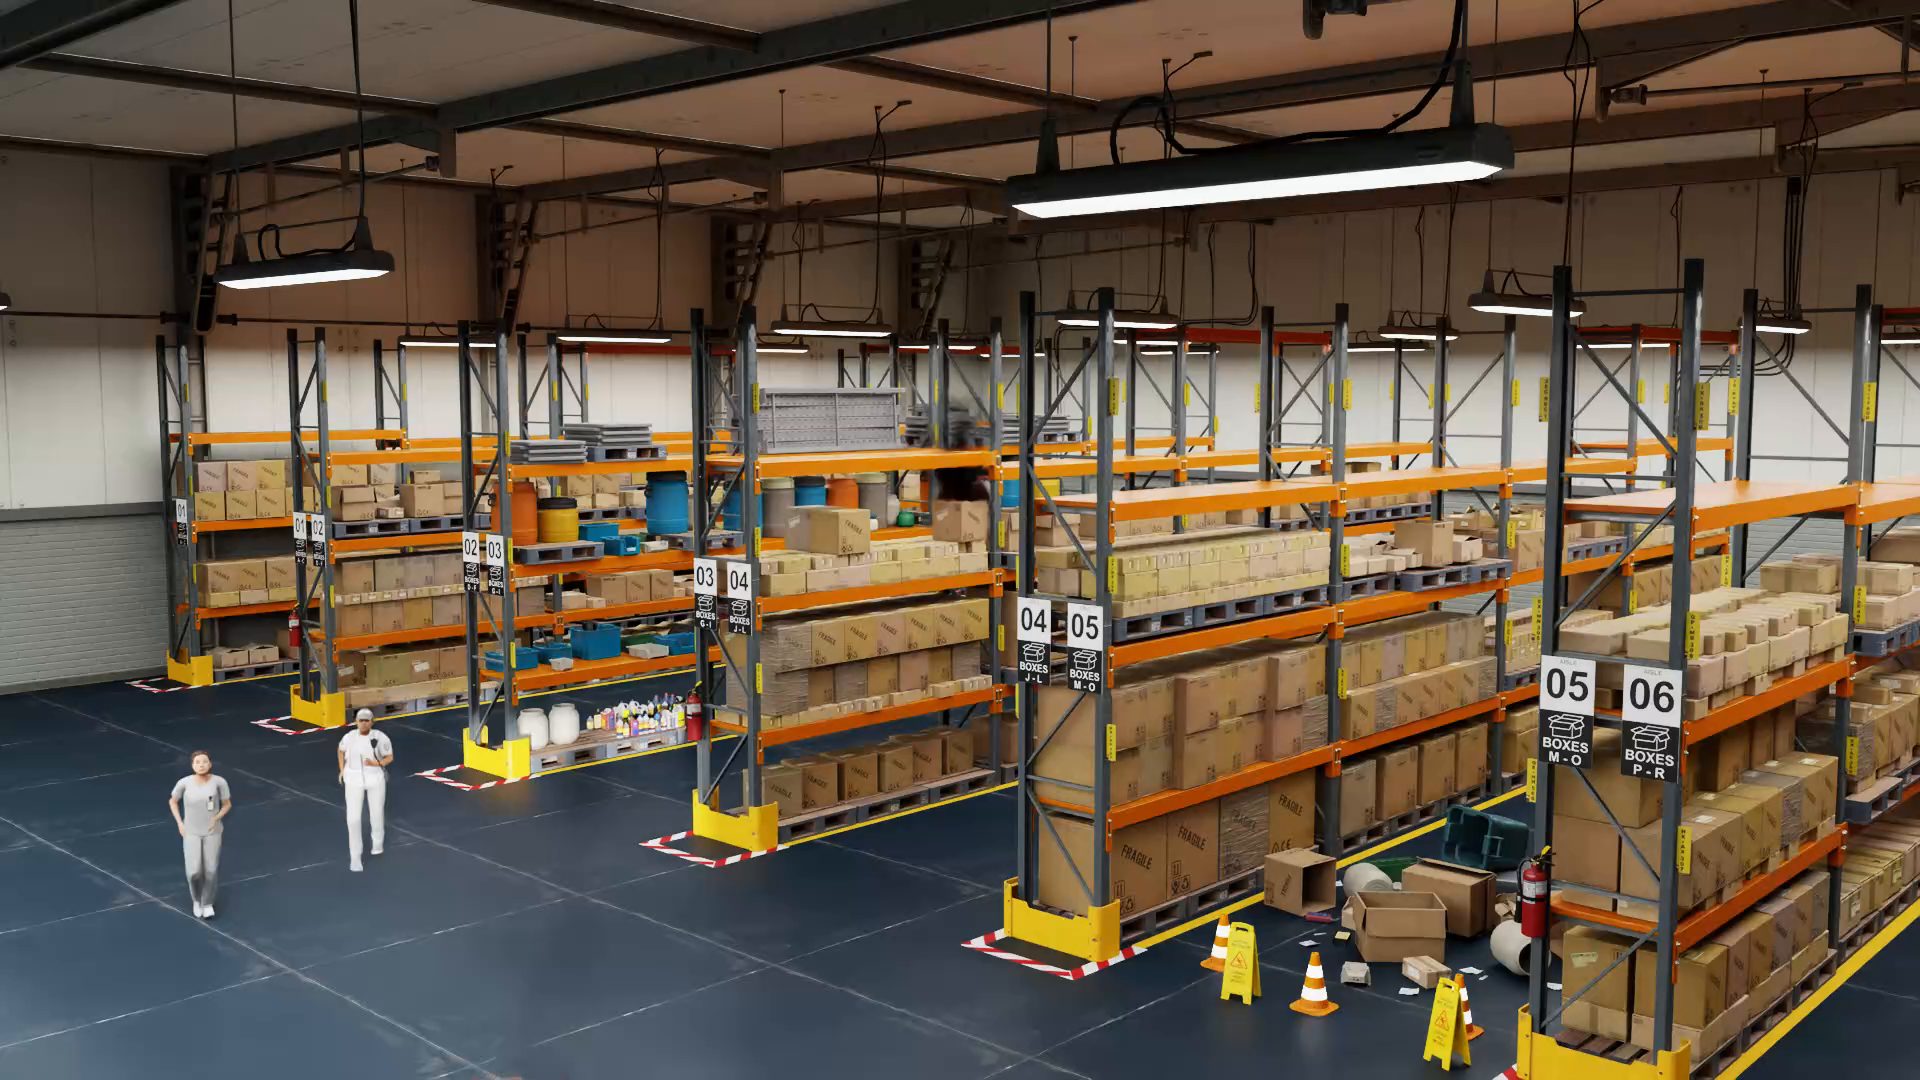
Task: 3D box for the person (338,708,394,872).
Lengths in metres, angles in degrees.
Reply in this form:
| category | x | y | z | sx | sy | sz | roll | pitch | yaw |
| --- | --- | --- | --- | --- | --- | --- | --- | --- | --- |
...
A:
| category | x | y | z | sx | sy | sz | roll | pitch | yaw |
| --- | --- | --- | --- | --- | --- | --- | --- | --- | --- |
| person | -6.393 | 2.664 | 17.905 | 0.581 | 1.730 | 0.754 | -2 | 6 | -17 |

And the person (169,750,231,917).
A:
| category | x | y | z | sx | sy | sz | roll | pitch | yaw |
| --- | --- | --- | --- | --- | --- | --- | --- | --- | --- |
| person | -7.307 | 2.843 | 16.025 | 0.545 | 1.642 | 0.514 | -2 | 6 | -24 |
